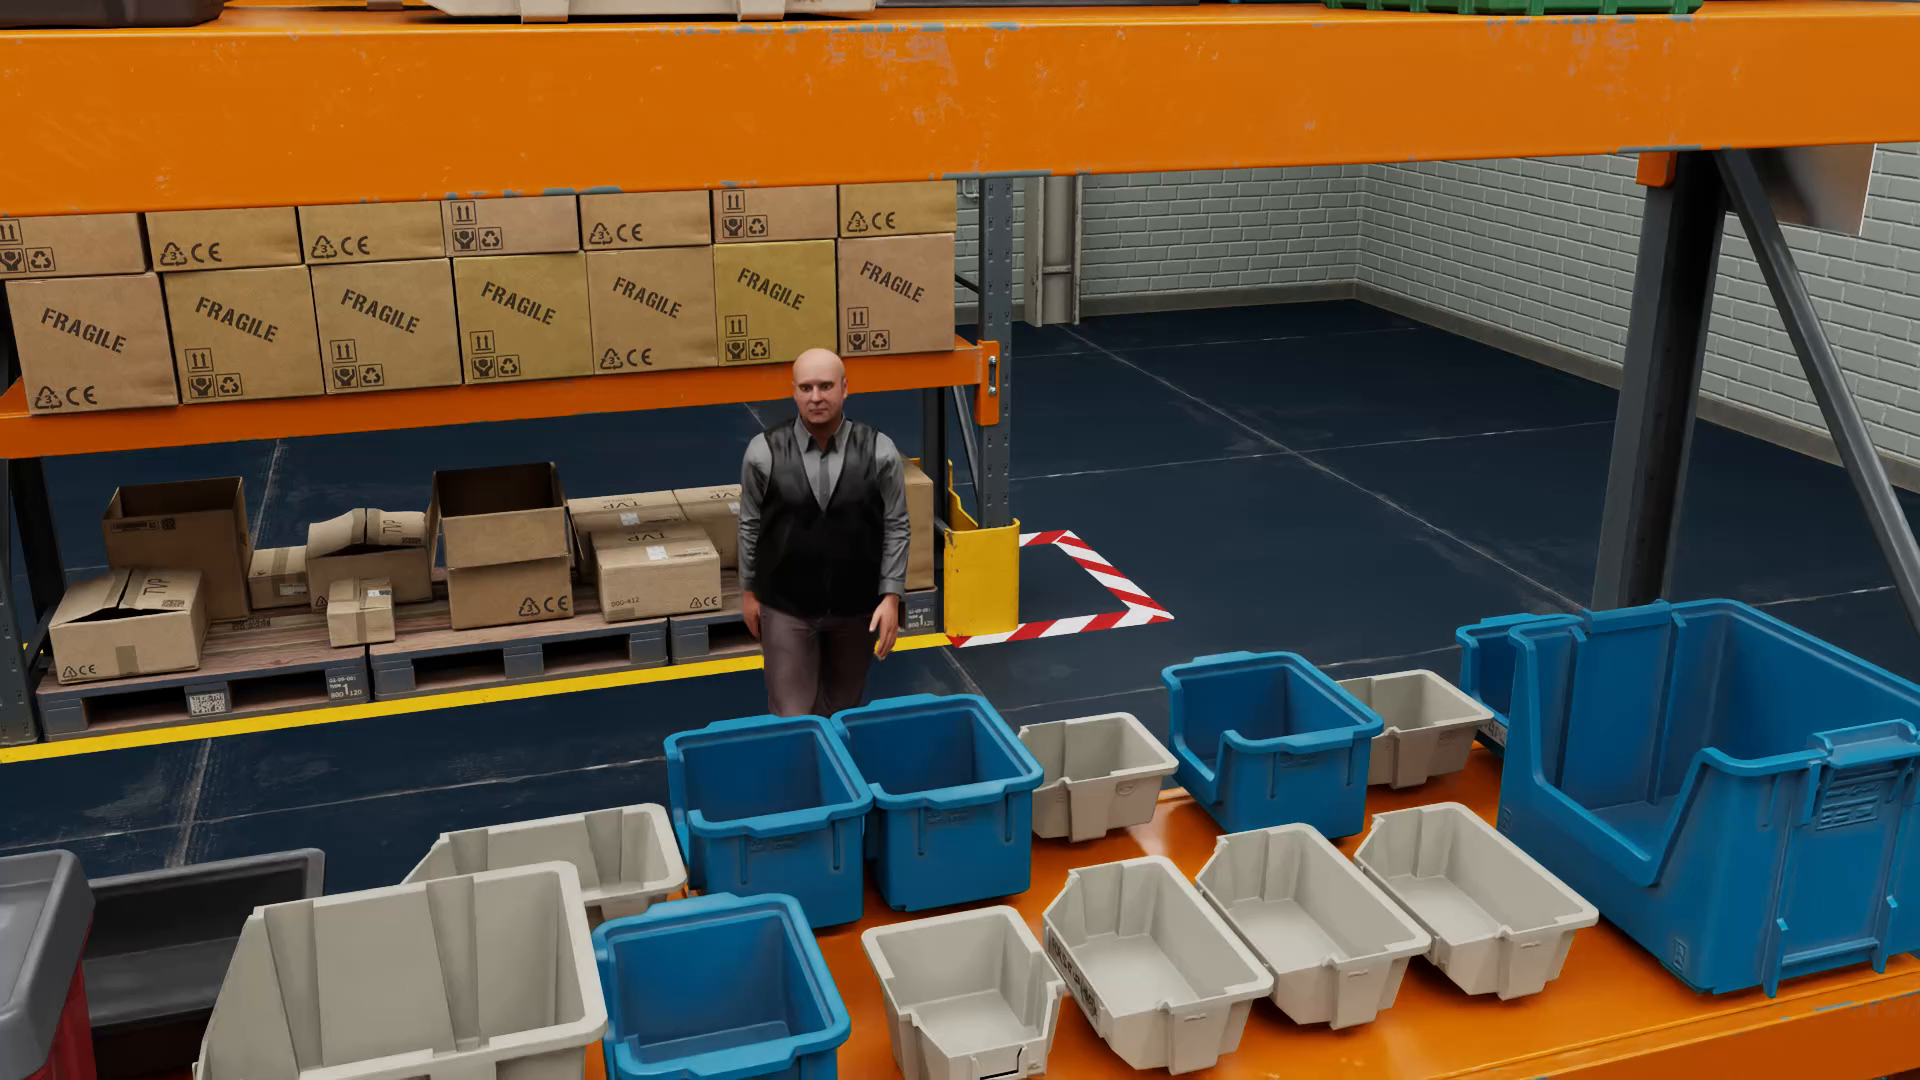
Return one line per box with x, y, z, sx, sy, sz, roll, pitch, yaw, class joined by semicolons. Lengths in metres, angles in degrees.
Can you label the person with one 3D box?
-0.411;0.250;5.336;0.549;1.690;0.921;-4;19;-11;person
